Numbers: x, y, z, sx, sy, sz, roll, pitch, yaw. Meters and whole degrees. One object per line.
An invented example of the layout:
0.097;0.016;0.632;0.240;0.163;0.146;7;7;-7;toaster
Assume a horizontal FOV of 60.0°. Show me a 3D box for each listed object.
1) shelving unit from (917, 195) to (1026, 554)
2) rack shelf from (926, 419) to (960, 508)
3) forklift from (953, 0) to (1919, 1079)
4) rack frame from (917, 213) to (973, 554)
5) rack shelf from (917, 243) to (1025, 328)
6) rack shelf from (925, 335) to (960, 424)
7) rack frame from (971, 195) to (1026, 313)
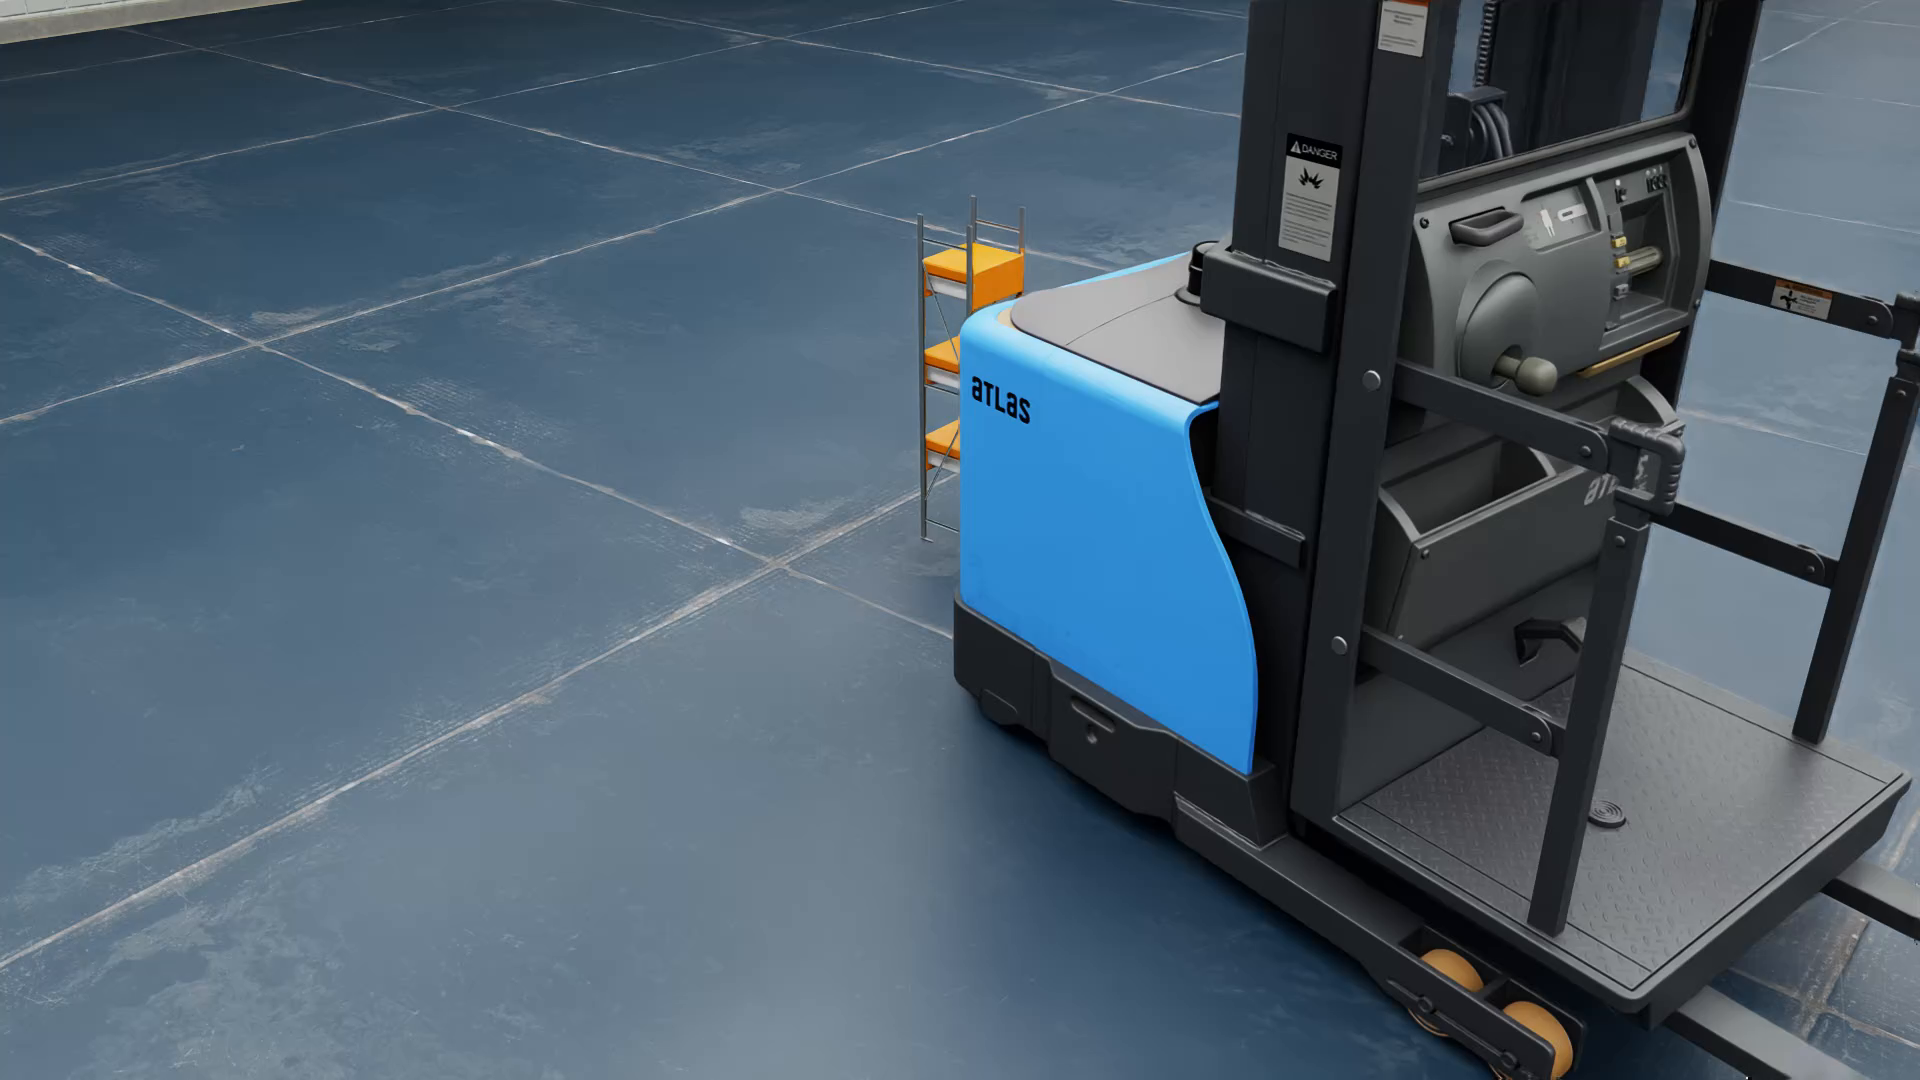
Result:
0.034;-0.485;5.045;0.215;1.050;0.252;21;34;34;shelving unit
0.034;-0.229;5.178;0.215;0.259;0.240;21;34;34;rack shelf
1.301;-0.502;3.031;1.130;2.935;3.031;-20;34;-34;forklift
-0.044;-0.442;4.962;0.200;1.050;0.008;21;34;34;rack frame
0.034;-0.728;4.920;0.215;0.259;0.240;21;34;34;rack shelf
0.034;-0.476;5.050;0.215;0.259;0.240;21;34;34;rack shelf
0.112;-0.529;5.129;0.200;1.050;0.008;21;34;34;rack frame
